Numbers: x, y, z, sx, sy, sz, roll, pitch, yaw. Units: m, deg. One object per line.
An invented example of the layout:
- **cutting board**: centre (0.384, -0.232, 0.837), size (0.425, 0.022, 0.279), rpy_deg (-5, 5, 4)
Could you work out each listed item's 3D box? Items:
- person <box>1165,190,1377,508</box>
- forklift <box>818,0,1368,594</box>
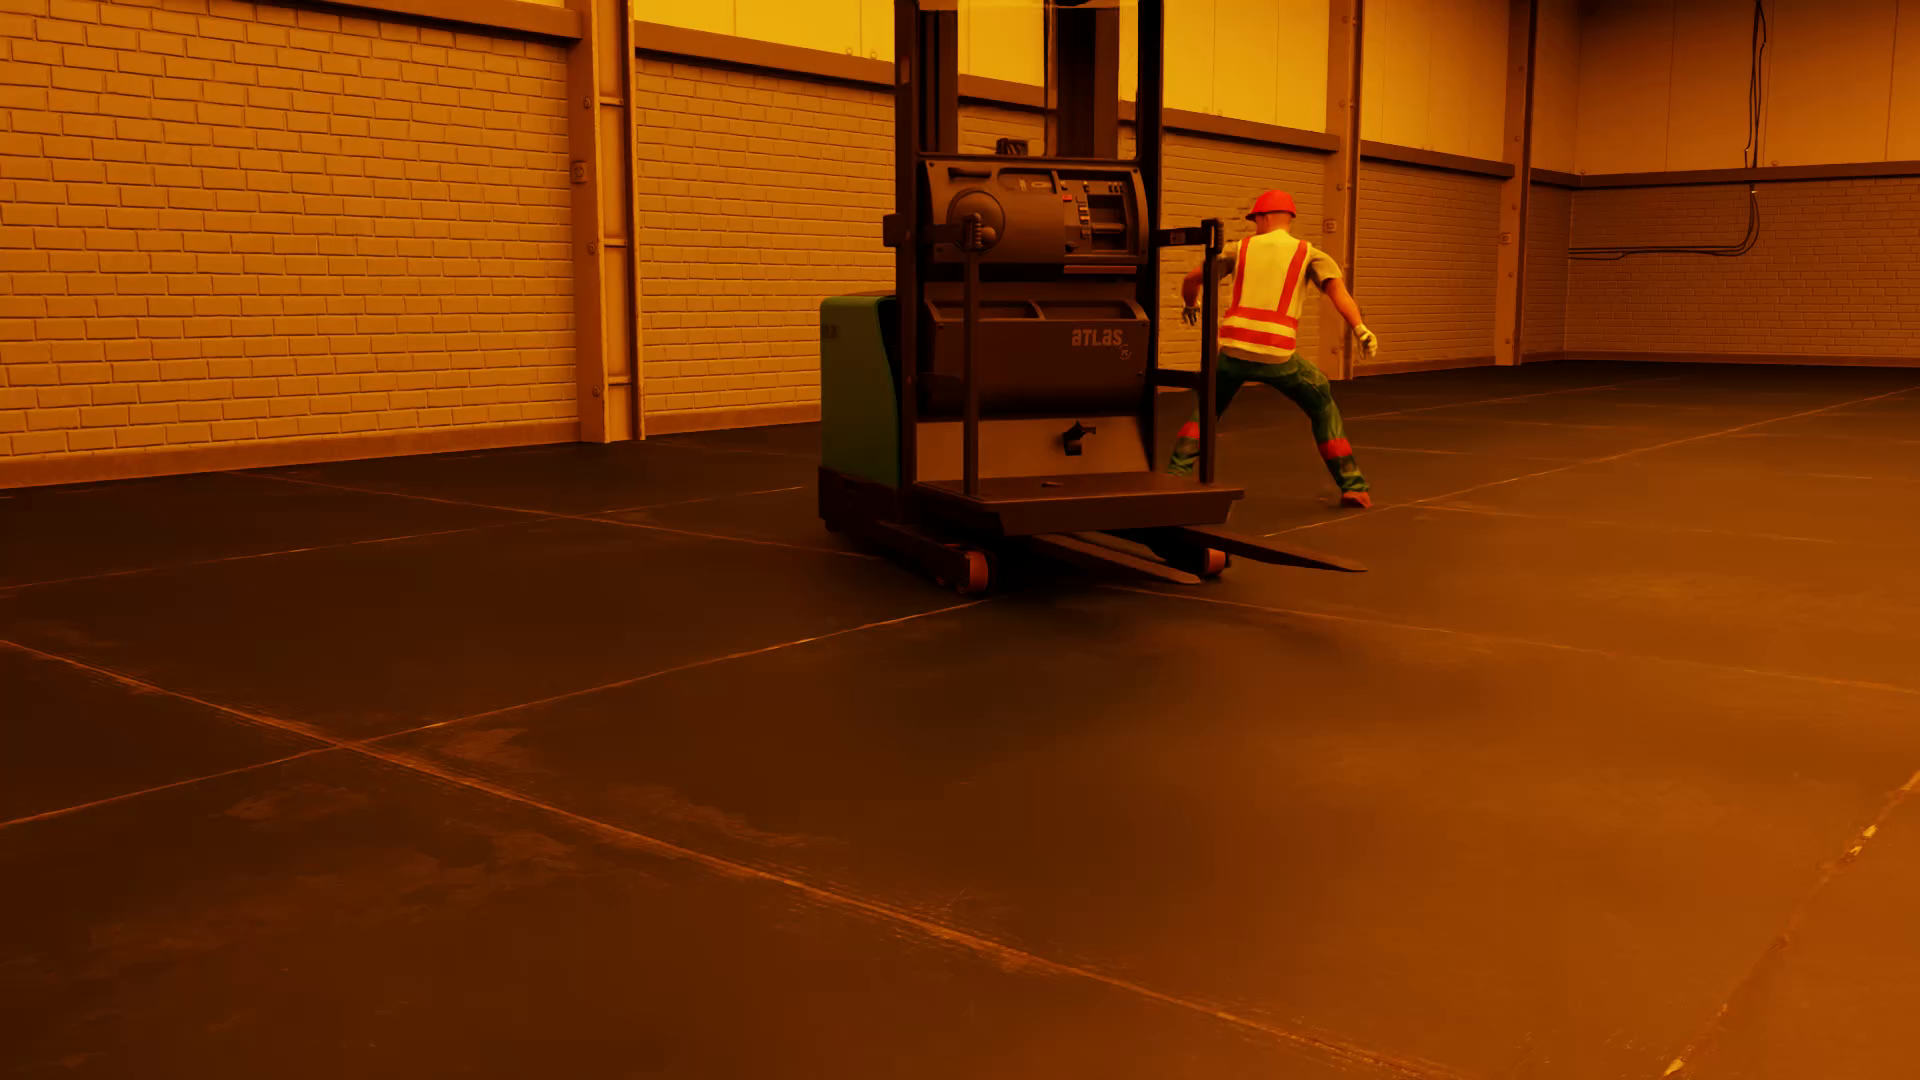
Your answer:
- **person**: centre (1.616, -0.923, 8.536), size (1.128, 1.732, 0.579), rpy_deg (4, 9, 26)
- **forklift**: centre (0.391, -1.321, 6.308), size (1.130, 2.935, 3.031), rpy_deg (-3, 9, -23)
